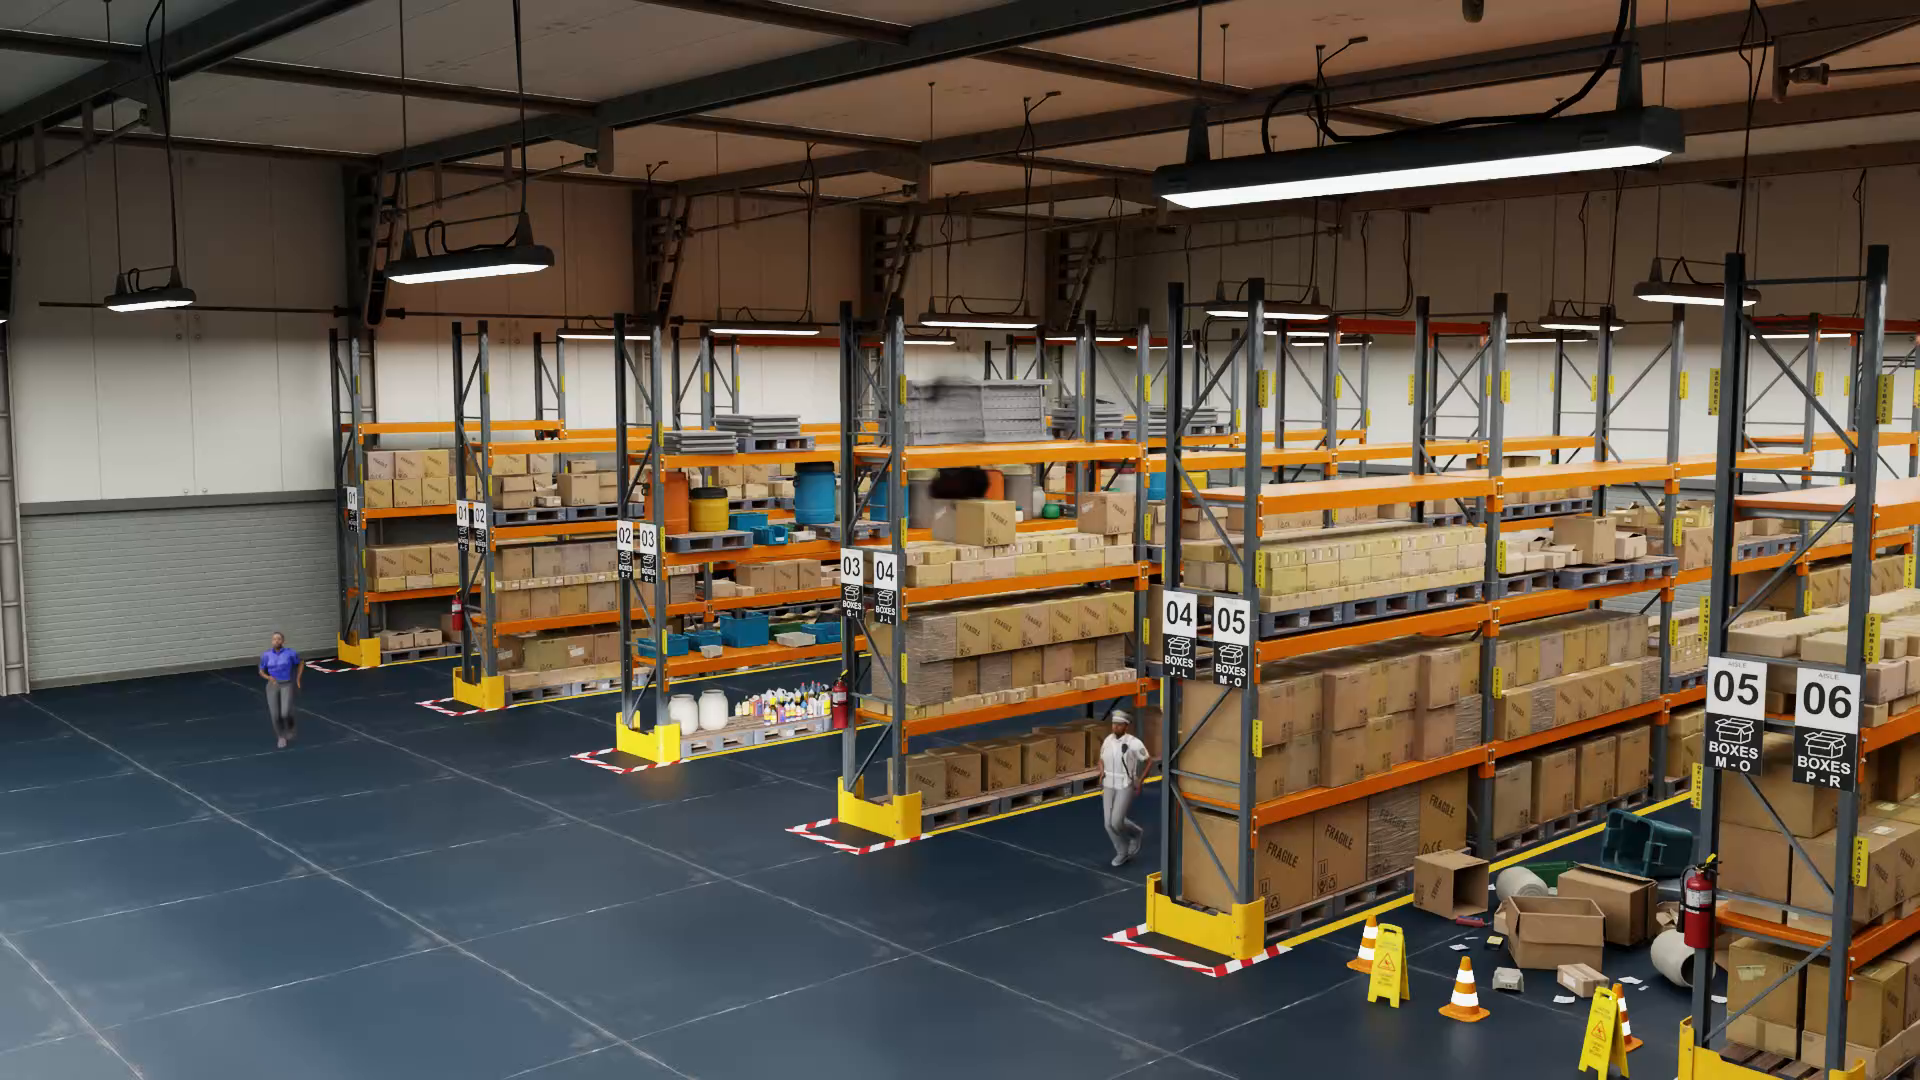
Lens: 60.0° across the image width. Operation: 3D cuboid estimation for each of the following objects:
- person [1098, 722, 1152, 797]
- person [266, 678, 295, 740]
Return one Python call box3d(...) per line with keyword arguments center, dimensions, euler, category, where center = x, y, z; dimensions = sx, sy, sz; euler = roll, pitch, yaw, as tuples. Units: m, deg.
box3d(center=(1.664, 2.308, 17.496), dimensions=(0.570, 0.743, 0.508), euler=(4, 7, 36), category="person")
box3d(center=(-9.454, 2.358, 23.135), dimensions=(0.371, 0.910, 0.508), euler=(-1, 6, -15), category="person")
